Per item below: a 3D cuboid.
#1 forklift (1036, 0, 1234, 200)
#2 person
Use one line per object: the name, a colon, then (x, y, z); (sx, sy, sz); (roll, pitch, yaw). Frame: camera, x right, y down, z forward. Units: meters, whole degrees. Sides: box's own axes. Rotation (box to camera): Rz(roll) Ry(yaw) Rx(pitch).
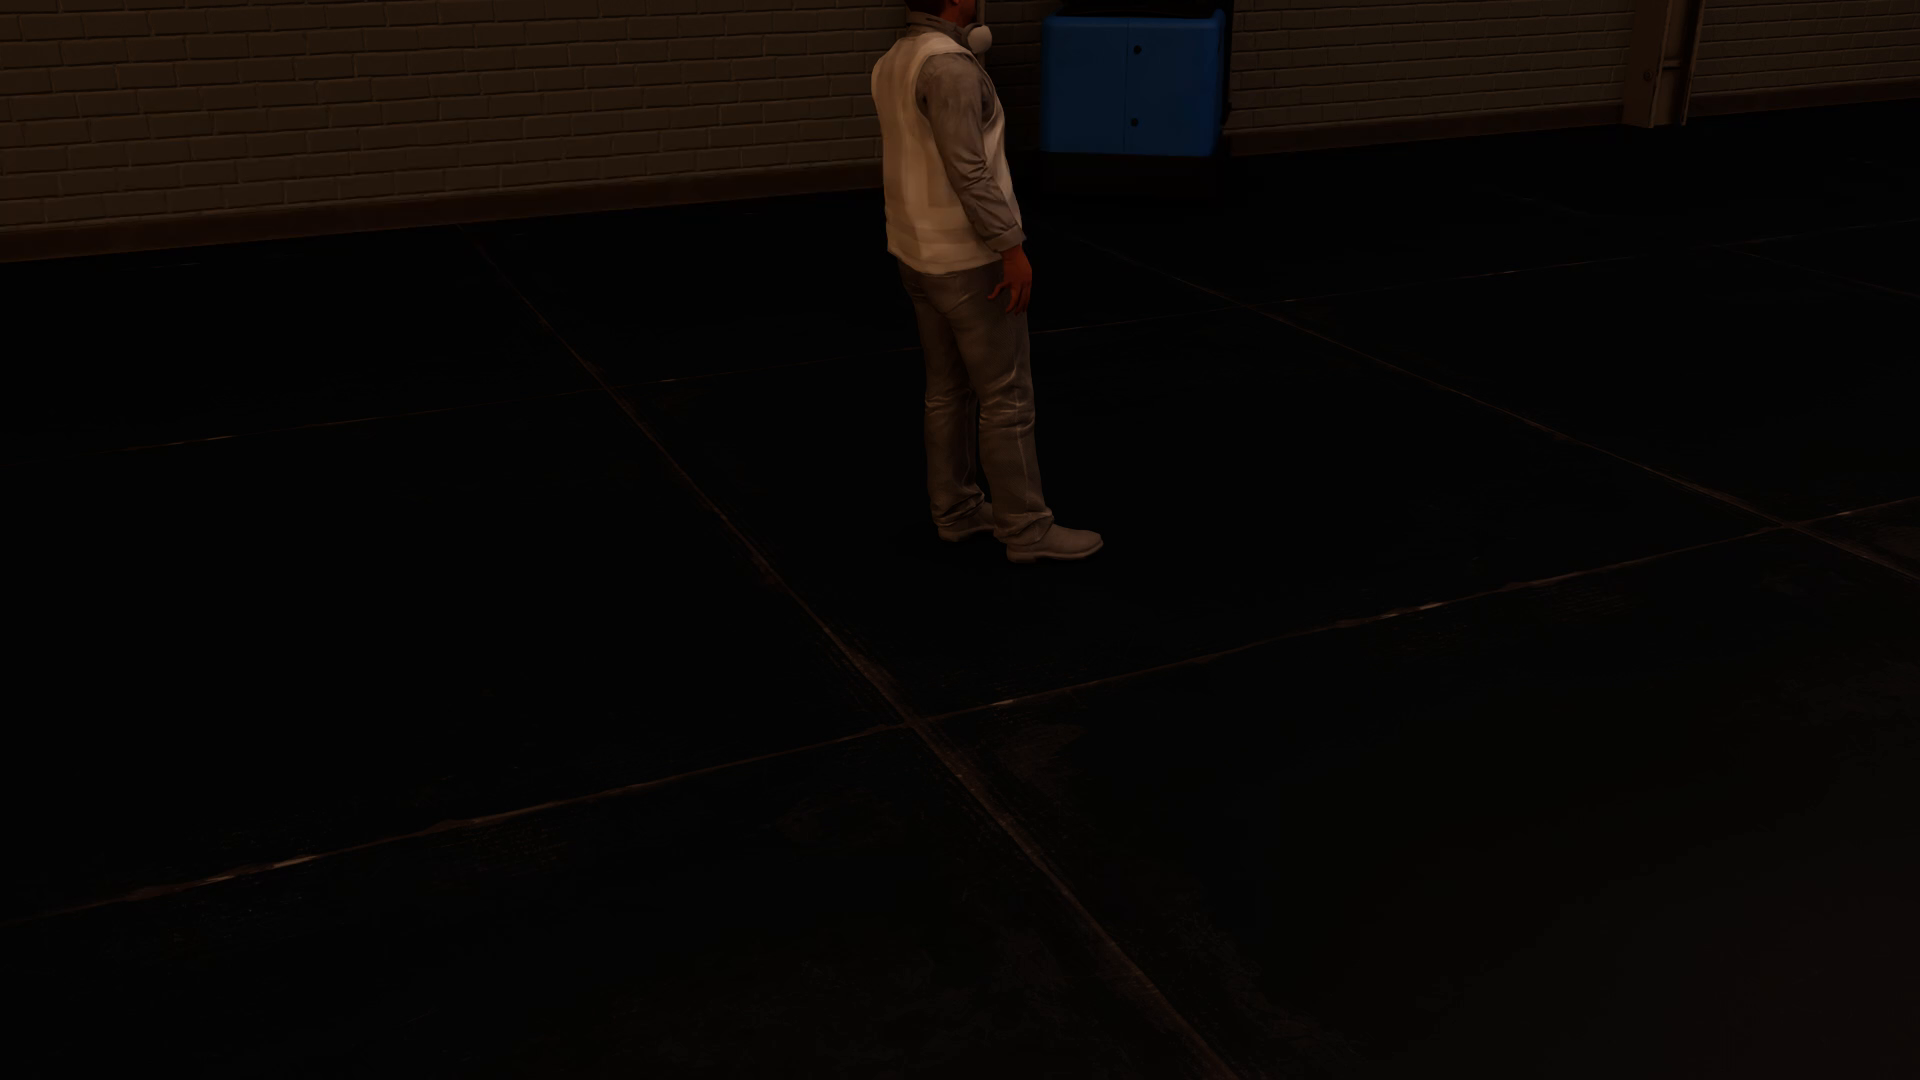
forklift: (1.237, -3.882, 10.631); (1.130, 2.935, 3.031); (4, 23, 10)
person: (0.059, -0.833, 4.781); (0.568, 1.773, 0.632); (-10, 25, -23)
